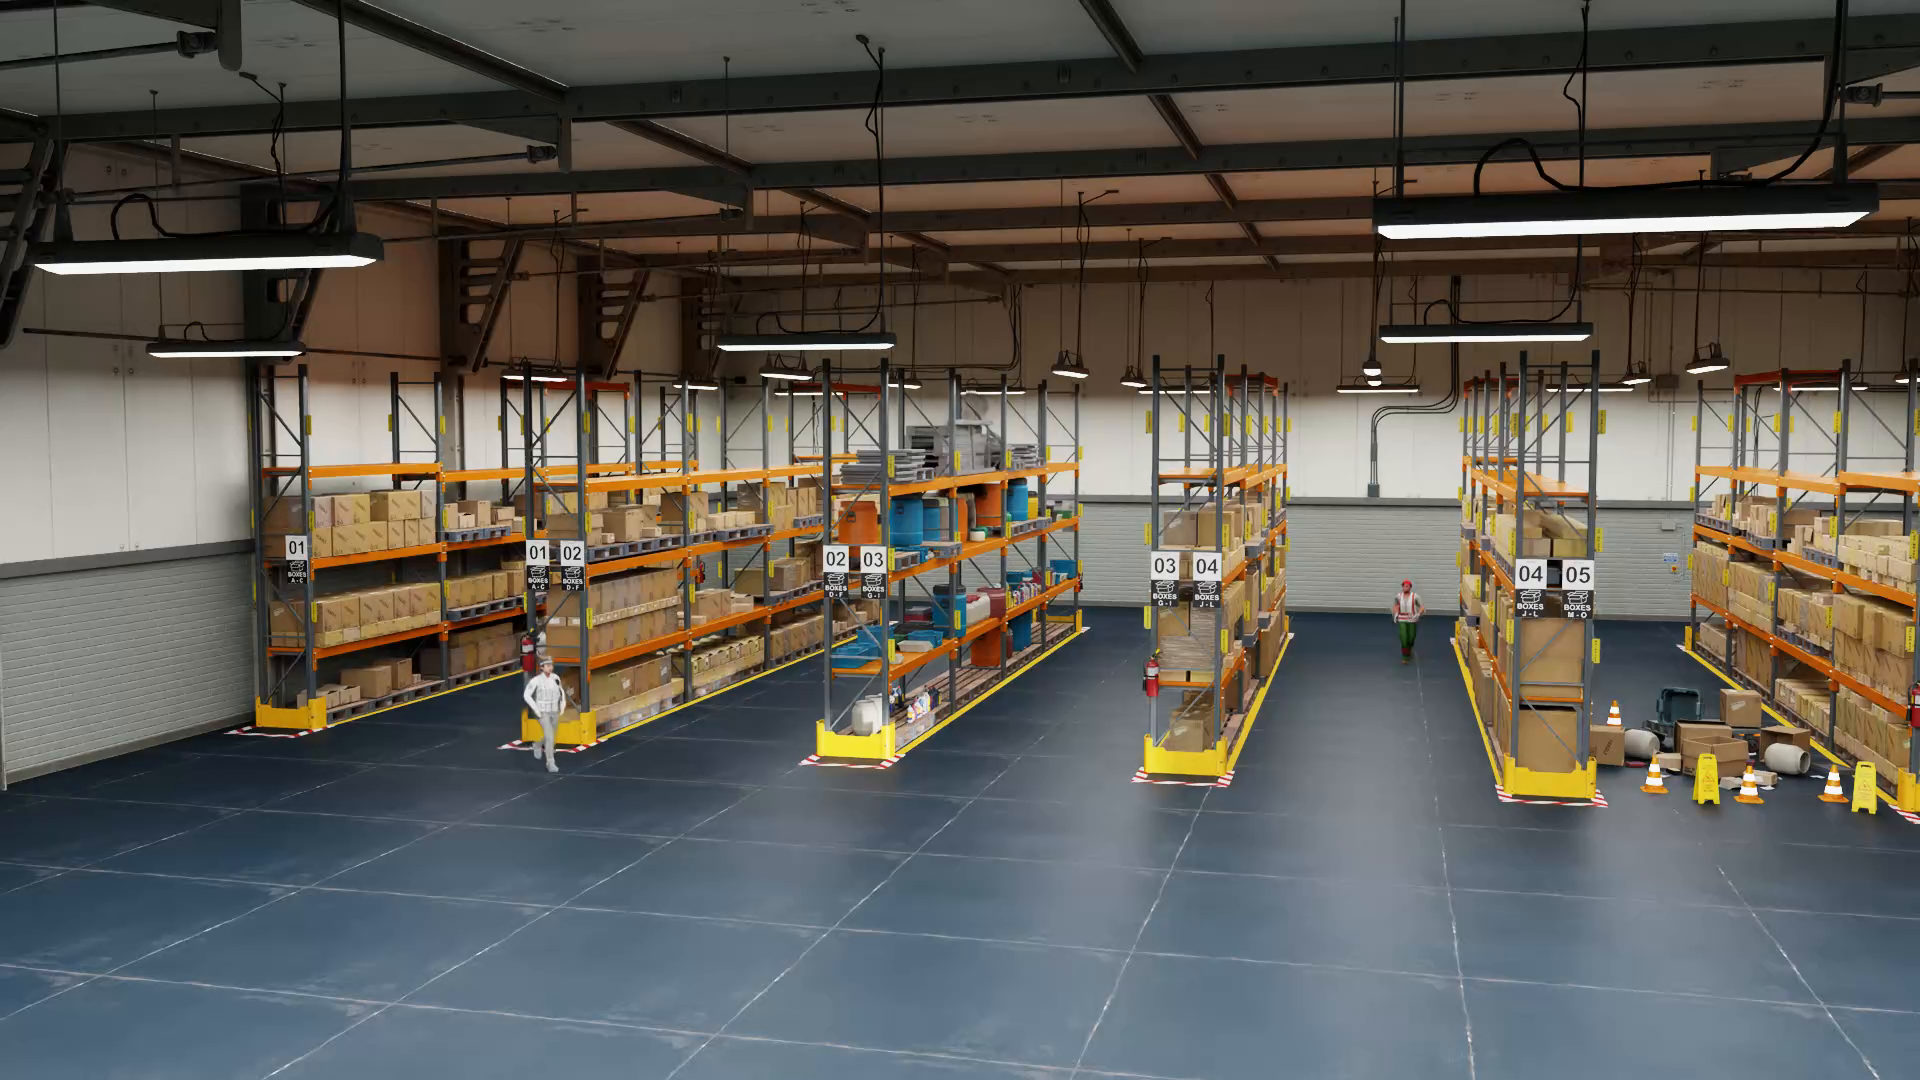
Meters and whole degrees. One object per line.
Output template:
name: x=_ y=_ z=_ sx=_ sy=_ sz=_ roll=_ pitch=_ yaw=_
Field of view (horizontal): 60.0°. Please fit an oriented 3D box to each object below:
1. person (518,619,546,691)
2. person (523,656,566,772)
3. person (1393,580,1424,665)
person: x=-7.427 y=2.172 z=29.057 sx=0.574 sy=1.649 sz=0.586 roll=1 pitch=4 yaw=14
person: x=-6.062 y=2.512 z=24.270 sx=0.731 sy=1.680 sz=0.647 roll=4 pitch=5 yaw=42
person: x=9.402 y=1.723 z=34.945 sx=0.630 sy=1.768 sz=0.722 roll=2 pitch=4 yaw=23
